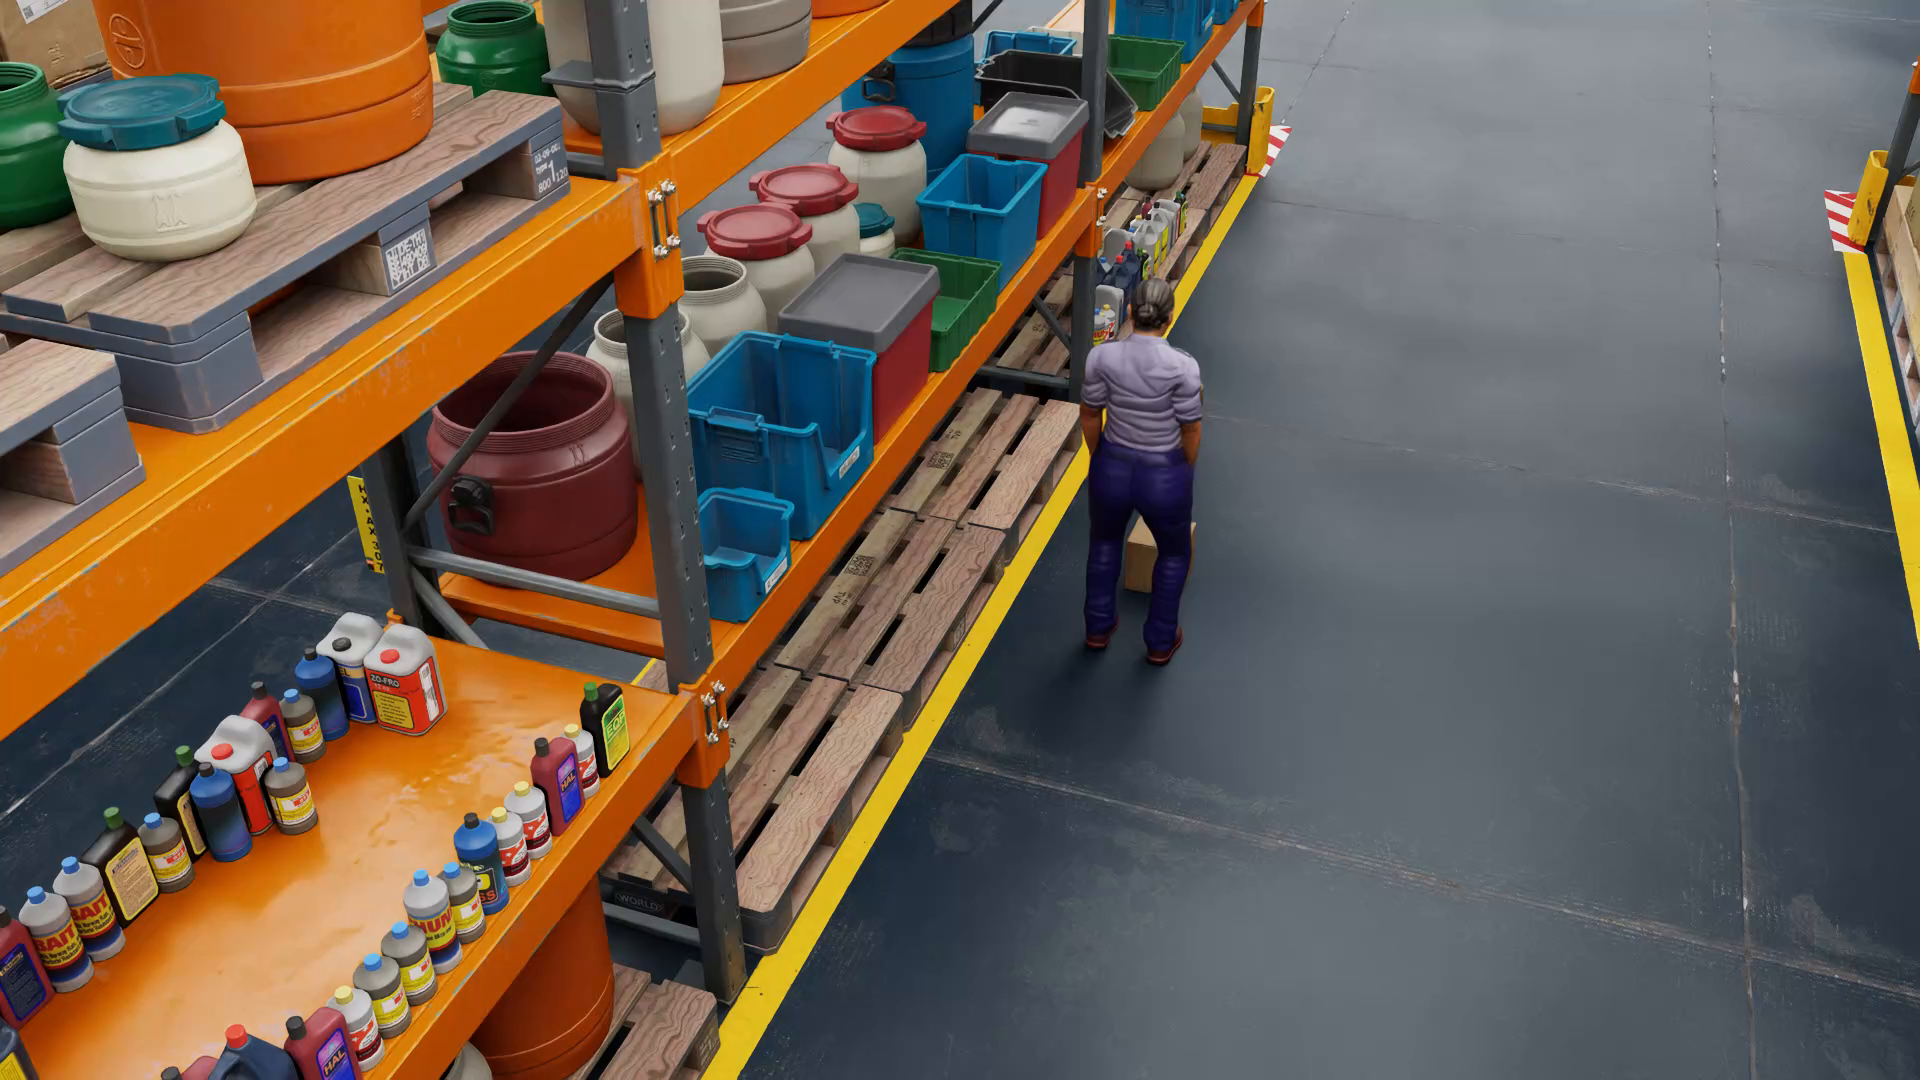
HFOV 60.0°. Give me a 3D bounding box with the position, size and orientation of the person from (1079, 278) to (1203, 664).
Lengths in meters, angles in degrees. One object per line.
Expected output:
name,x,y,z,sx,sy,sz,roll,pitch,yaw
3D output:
person,0.694,-0.247,6.563,0.489,1.621,0.372,12,35,18
